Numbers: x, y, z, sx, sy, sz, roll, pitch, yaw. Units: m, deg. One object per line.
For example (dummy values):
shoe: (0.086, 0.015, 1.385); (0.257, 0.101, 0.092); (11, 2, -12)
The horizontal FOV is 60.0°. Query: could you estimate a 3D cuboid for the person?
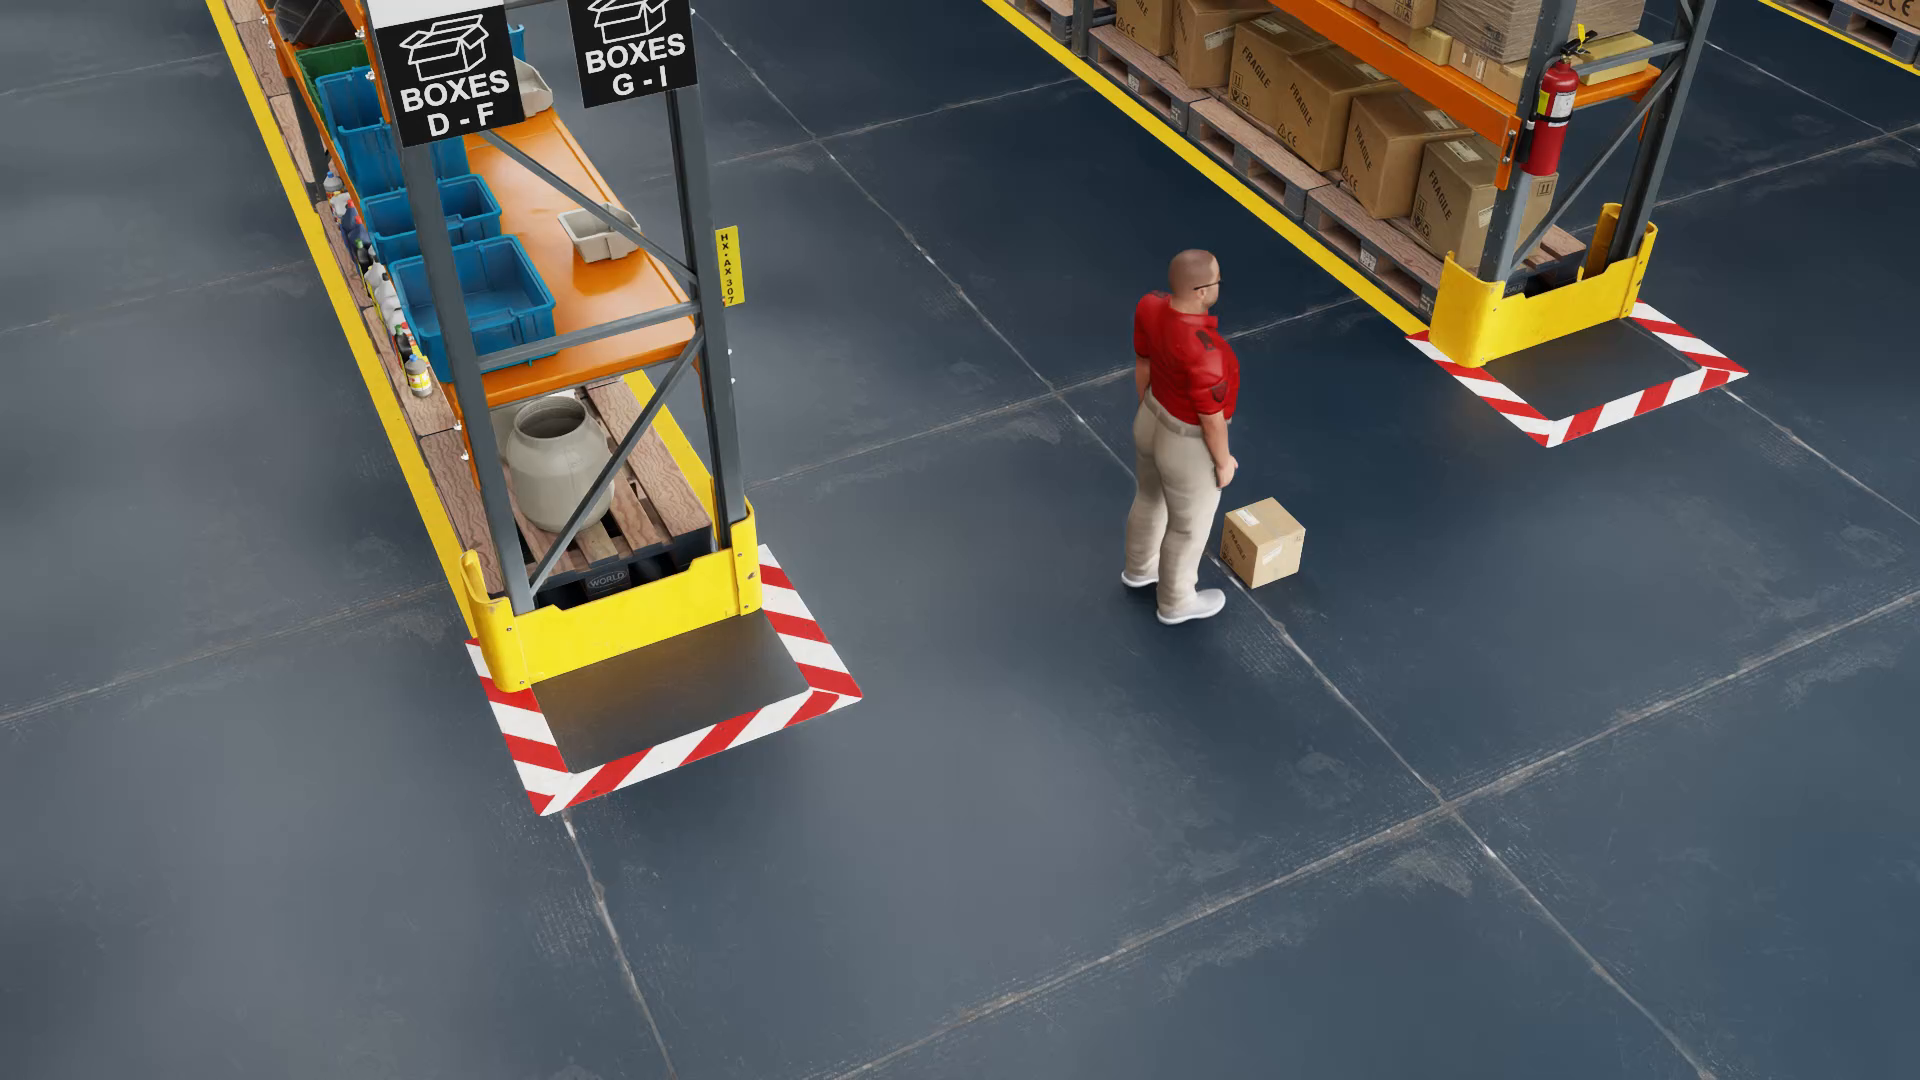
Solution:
person: (0.909, -0.398, 6.646); (0.390, 1.767, 0.541); (-18, 44, -19)
